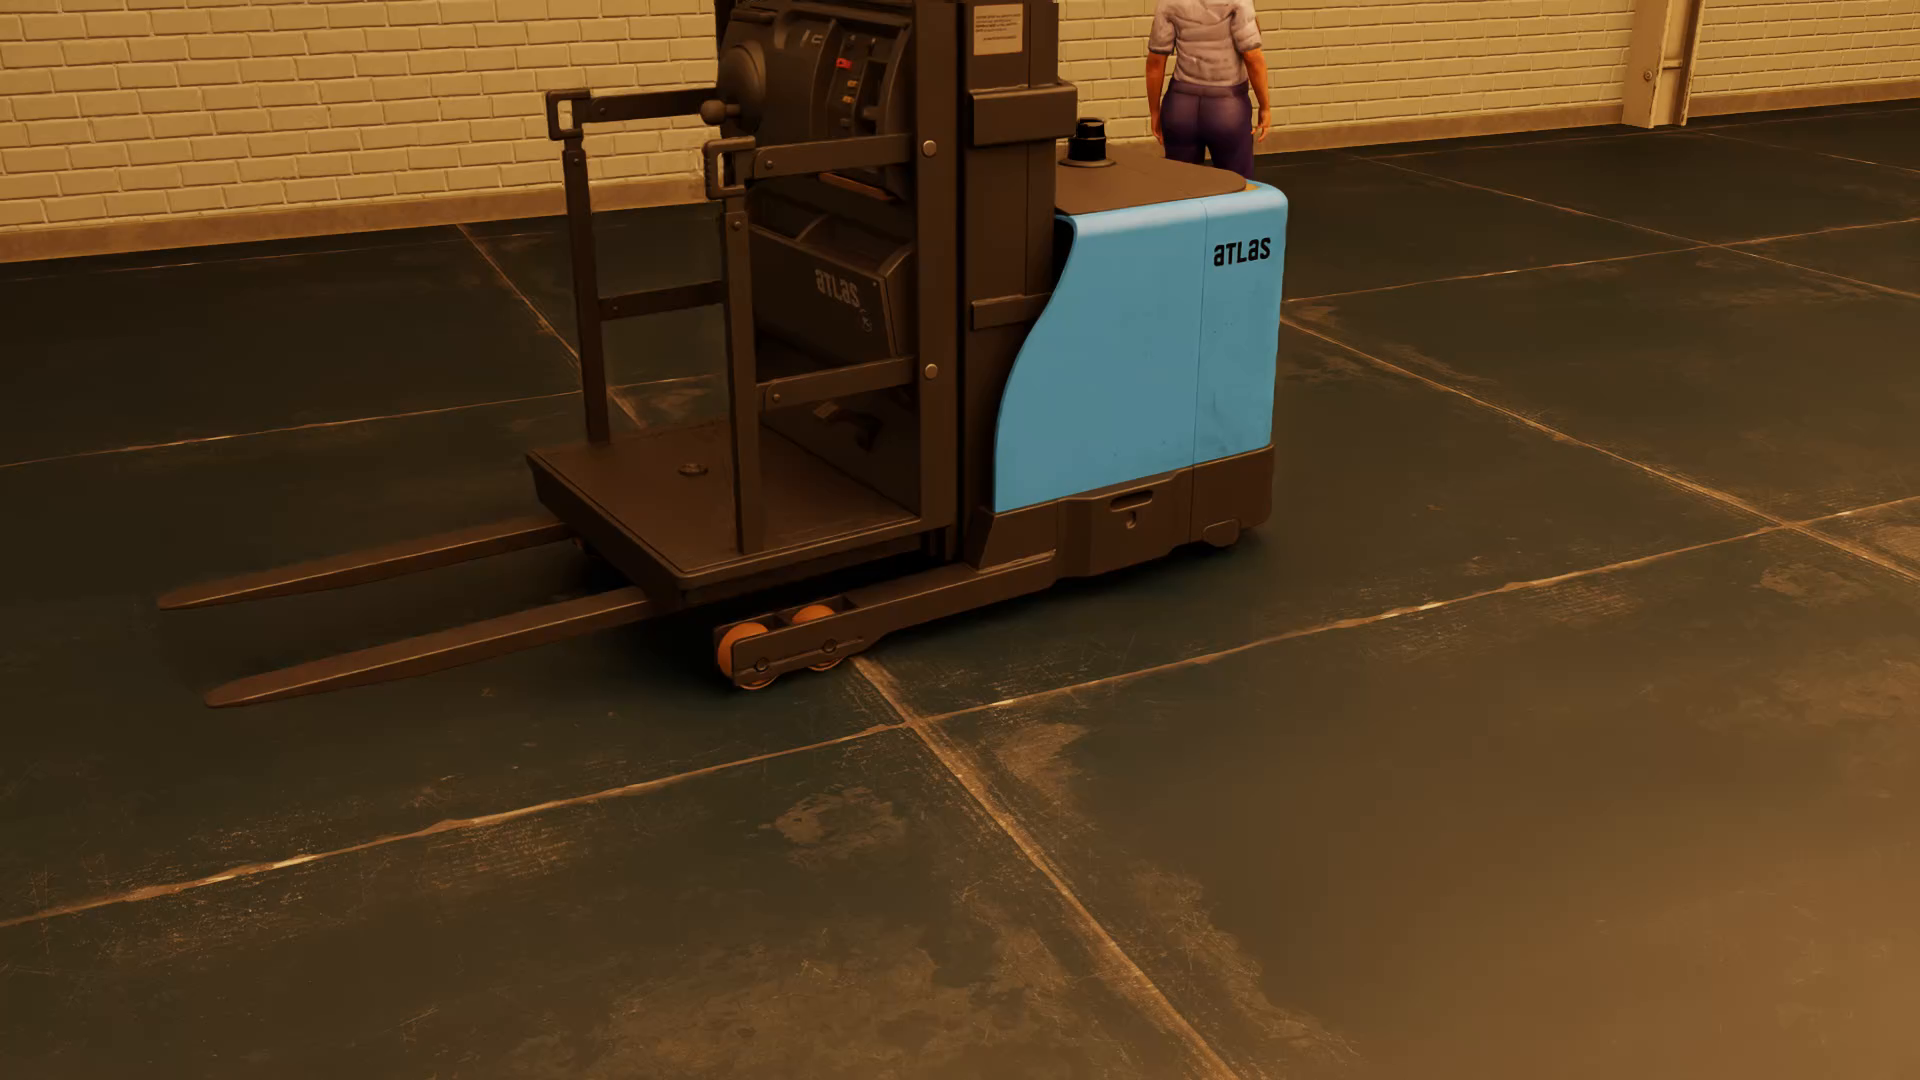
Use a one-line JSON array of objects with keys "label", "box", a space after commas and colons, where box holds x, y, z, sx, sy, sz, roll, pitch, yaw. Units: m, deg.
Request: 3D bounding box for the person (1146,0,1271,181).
[{"label": "person", "box": [1.159, -1.925, 7.581, 0.590, 1.653, 0.495, 9, 24, 21]}]

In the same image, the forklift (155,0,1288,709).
[{"label": "forklift", "box": [-0.564, -1.206, 4.190, 3.031, 2.935, 1.130, -14, 26, -30]}]
